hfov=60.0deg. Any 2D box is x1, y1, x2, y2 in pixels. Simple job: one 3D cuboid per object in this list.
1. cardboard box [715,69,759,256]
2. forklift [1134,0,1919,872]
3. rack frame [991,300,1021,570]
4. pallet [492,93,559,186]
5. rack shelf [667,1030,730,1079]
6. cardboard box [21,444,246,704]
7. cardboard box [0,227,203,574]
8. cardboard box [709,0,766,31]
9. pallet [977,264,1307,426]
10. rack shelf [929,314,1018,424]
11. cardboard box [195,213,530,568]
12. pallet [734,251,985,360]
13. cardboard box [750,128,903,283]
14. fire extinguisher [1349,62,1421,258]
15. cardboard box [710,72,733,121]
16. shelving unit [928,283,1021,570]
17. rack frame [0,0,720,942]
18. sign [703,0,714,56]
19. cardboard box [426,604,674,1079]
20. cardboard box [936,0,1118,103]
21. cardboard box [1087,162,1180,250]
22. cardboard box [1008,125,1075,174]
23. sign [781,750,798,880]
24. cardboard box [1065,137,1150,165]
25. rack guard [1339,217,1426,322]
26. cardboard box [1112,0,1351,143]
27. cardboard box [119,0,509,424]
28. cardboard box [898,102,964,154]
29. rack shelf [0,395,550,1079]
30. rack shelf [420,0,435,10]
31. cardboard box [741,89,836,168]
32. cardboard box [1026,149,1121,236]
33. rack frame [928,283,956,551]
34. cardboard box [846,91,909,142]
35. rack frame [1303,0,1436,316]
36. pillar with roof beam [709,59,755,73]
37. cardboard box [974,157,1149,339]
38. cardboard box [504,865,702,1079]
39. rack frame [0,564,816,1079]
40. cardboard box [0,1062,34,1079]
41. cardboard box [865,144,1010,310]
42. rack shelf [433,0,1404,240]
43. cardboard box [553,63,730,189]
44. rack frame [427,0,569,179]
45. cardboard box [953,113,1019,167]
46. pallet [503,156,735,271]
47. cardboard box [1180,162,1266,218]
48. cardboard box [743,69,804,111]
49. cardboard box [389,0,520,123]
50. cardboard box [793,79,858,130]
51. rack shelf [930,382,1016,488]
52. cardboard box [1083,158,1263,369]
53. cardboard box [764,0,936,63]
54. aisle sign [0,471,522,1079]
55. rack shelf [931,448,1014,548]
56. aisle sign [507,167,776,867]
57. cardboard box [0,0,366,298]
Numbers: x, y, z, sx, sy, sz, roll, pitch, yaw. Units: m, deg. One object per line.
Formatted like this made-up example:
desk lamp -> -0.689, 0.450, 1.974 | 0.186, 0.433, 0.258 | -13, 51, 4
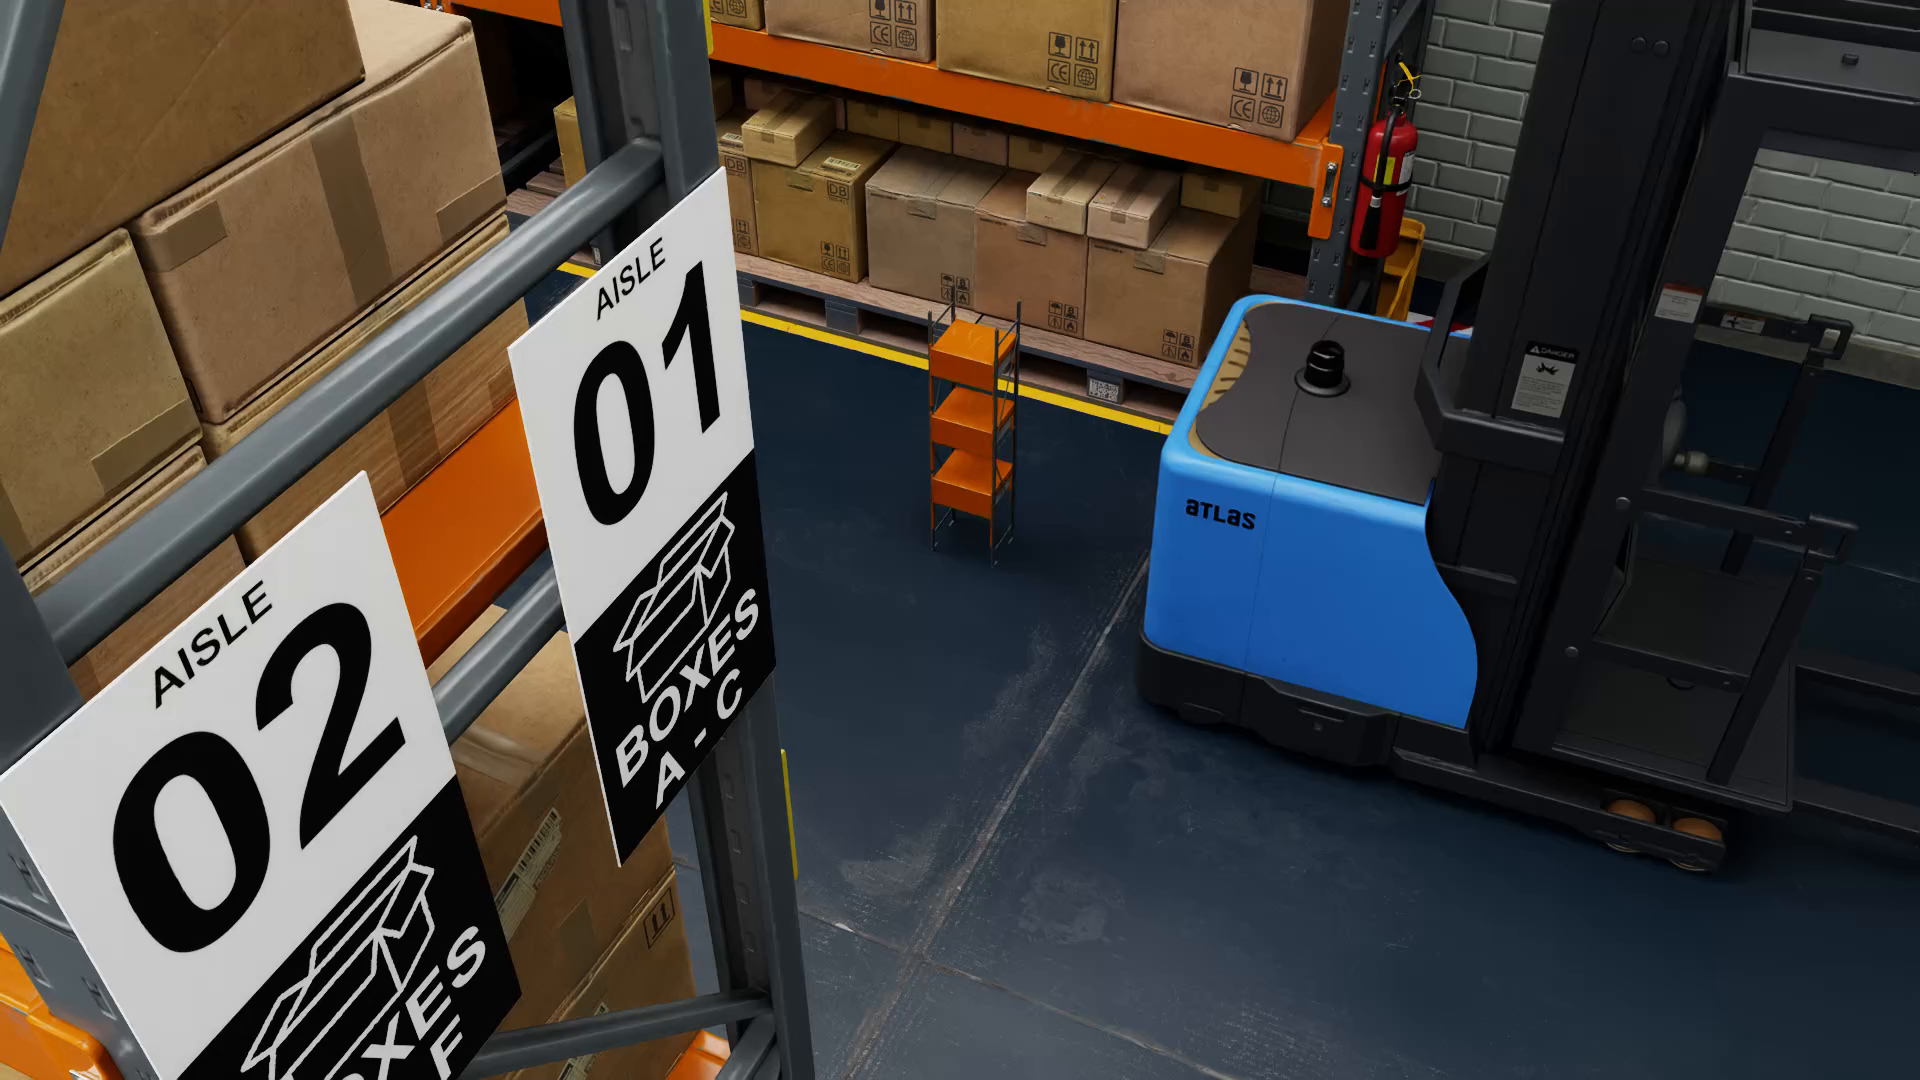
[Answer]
cardboard box -> -0.978, -1.718, 7.530 | 0.500, 0.500, 0.700 | 17, 44, 18
forklift -> 2.156, -0.494, 4.582 | 3.031, 2.935, 1.130 | 14, 43, 16
rack frame -> 0.159, -0.348, 5.850 | 0.008, 1.050, 0.200 | 17, 44, 19
pallet -> -2.797, -2.028, 8.429 | 1.213, 0.211, 1.003 | 17, 44, 19
rack shelf -> -2.345, 0.854, 3.524 | 4.000, 0.370, 1.077 | 17, 44, 19
cardboard box -> -1.110, 0.074, 1.699 | 0.500, 0.250, 0.500 | 17, 44, 19
cardboard box -> -1.106, -0.120, 1.541 | 0.500, 0.250, 0.500 | 17, 44, 19
cardboard box -> -0.922, -2.661, 6.801 | 0.700, 0.700, 0.980 | 16, 43, 18
pallet -> 0.801, -0.926, 7.158 | 1.213, 0.211, 1.003 | 17, 44, 19
rack shelf -> 0.048, -0.588, 5.710 | 0.240, 0.259, 0.215 | 17, 44, 19
cardboard box -> -0.891, -0.234, 2.054 | 0.500, 0.250, 0.500 | 17, 44, 19
pallet -> -0.301, -1.265, 7.548 | 1.213, 0.211, 1.003 | 17, 44, 19
cardboard box -> -0.514, -1.574, 7.364 | 0.500, 0.500, 0.700 | 18, 44, 20
fire extinguisher -> 1.500, -1.319, 5.826 | 0.183, 0.674, 0.296 | 17, 44, 19
cardboard box -> -1.199, -1.901, 7.246 | 0.250, 0.149, 0.380 | 18, 44, 20
shelving unit -> 0.048, -0.382, 5.889 | 0.252, 1.050, 0.215 | 17, 44, 19
rack frame -> -0.532, -1.131, 0.684 | 0.127, 3.000, 1.000 | 17, 44, 19
sign -> -0.303, -0.650, 1.752 | 0.005, 0.325, 0.100 | 17, 44, 19
cardboard box -> -0.823, 0.441, 2.611 | 0.500, 0.500, 0.500 | 18, 44, 20
cardboard box -> 0.428, -2.249, 6.325 | 0.700, 0.700, 0.980 | 17, 44, 18
cardboard box -> 0.688, -1.326, 6.583 | 0.250, 0.149, 0.380 | 16, 44, 18
cardboard box -> 0.394, -1.692, 7.005 | 0.250, 0.149, 0.380 | 17, 44, 19
sign -> -0.303, 0.487, 2.737 | 0.005, 0.325, 0.100 | 17, 44, 19
cardboard box -> 0.620, -1.623, 6.925 | 0.250, 0.149, 0.380 | 17, 44, 19
rack guard -> 1.580, -0.854, 6.853 | 0.348, 0.500, 1.175 | 17, 44, 19
cardboard box -> 1.092, -2.054, 6.100 | 0.700, 0.700, 0.980 | 19, 44, 21
cardboard box -> -0.888, -0.426, 1.894 | 0.500, 0.250, 0.500 | 17, 44, 19
cardboard box -> -0.070, -1.833, 7.167 | 0.250, 0.149, 0.380 | 17, 44, 19
rack shelf -> -2.345, -0.279, 2.541 | 4.000, 0.370, 1.077 | 17, 44, 19
rack shelf -> -3.879, -3.195, 8.195 | 4.000, 0.370, 1.077 | 17, 44, 19
cardboard box -> -0.726, -1.757, 7.079 | 0.250, 0.149, 0.380 | 16, 43, 17
cardboard box -> 0.457, -1.397, 6.664 | 0.250, 0.149, 0.380 | 18, 44, 20
rack frame -> -0.062, -0.416, 5.928 | 0.008, 1.050, 0.200 | 17, 44, 19
cardboard box -> -0.299, -1.903, 7.248 | 0.250, 0.149, 0.380 | 16, 43, 18
rack frame -> 1.559, -1.805, 6.042 | 0.127, 3.000, 1.000 | 17, 44, 19
pillar with roof beam -> -2.886, -2.944, 2.776 | 0.400, 9.000, 9.100 | 17, 44, 19
cardboard box -> 0.428, -1.292, 7.039 | 0.500, 0.500, 0.700 | 17, 44, 19
cardboard box -> -0.823, 0.819, 2.939 | 0.500, 0.500, 0.500 | 18, 44, 20
rack frame -> -0.532, 1.136, 2.649 | 0.127, 3.000, 1.000 | 17, 44, 19
cardboard box -> -1.052, 0.761, 2.243 | 0.500, 0.500, 0.500 | 17, 44, 18
cardboard box -> -0.028, -1.431, 7.199 | 0.500, 0.500, 0.700 | 16, 43, 17
rack shelf -> -0.254, -2.087, 6.917 | 4.000, 0.370, 1.077 | 17, 44, 19
cardboard box -> -1.432, -1.859, 7.692 | 0.500, 0.500, 0.700 | 18, 44, 19
rack frame -> -2.066, -2.913, 7.320 | 0.127, 3.000, 1.000 | 17, 44, 19
cardboard box -> 0.163, -1.762, 7.086 | 0.250, 0.149, 0.380 | 18, 44, 19
pallet -> -1.410, -1.602, 7.937 | 1.213, 0.211, 1.003 | 17, 44, 19
cardboard box -> 1.080, -1.483, 6.763 | 0.250, 0.149, 0.380 | 17, 44, 19
cardboard box -> -0.762, -2.045, 7.412 | 0.250, 0.149, 0.380 | 16, 43, 17
cardboard box -> -2.710, -2.362, 8.006 | 0.750, 0.750, 0.750 | 17, 44, 19
cardboard box -> -0.533, -1.974, 7.330 | 0.250, 0.149, 0.380 | 17, 44, 19
rack shelf -> 0.048, -0.374, 5.896 | 0.240, 0.259, 0.215 | 17, 44, 19
cardboard box -> 0.882, -1.154, 6.879 | 0.500, 0.500, 0.700 | 17, 44, 19
cardboard box -> -0.259, -2.465, 6.575 | 0.700, 0.700, 0.980 | 15, 43, 17
aisle sign -> -0.600, 0.355, 1.566 | 0.004, 0.787, 0.394 | 17, 44, 19
rack shelf -> 0.048, -0.164, 6.078 | 0.240, 0.259, 0.215 | 17, 44, 19
aisle sign -> -0.347, -0.002, 1.977 | 0.004, 0.787, 0.394 | 17, 44, 19
cardboard box -> -1.005, -0.545, 1.459 | 0.500, 0.500, 0.700 | 17, 44, 19
